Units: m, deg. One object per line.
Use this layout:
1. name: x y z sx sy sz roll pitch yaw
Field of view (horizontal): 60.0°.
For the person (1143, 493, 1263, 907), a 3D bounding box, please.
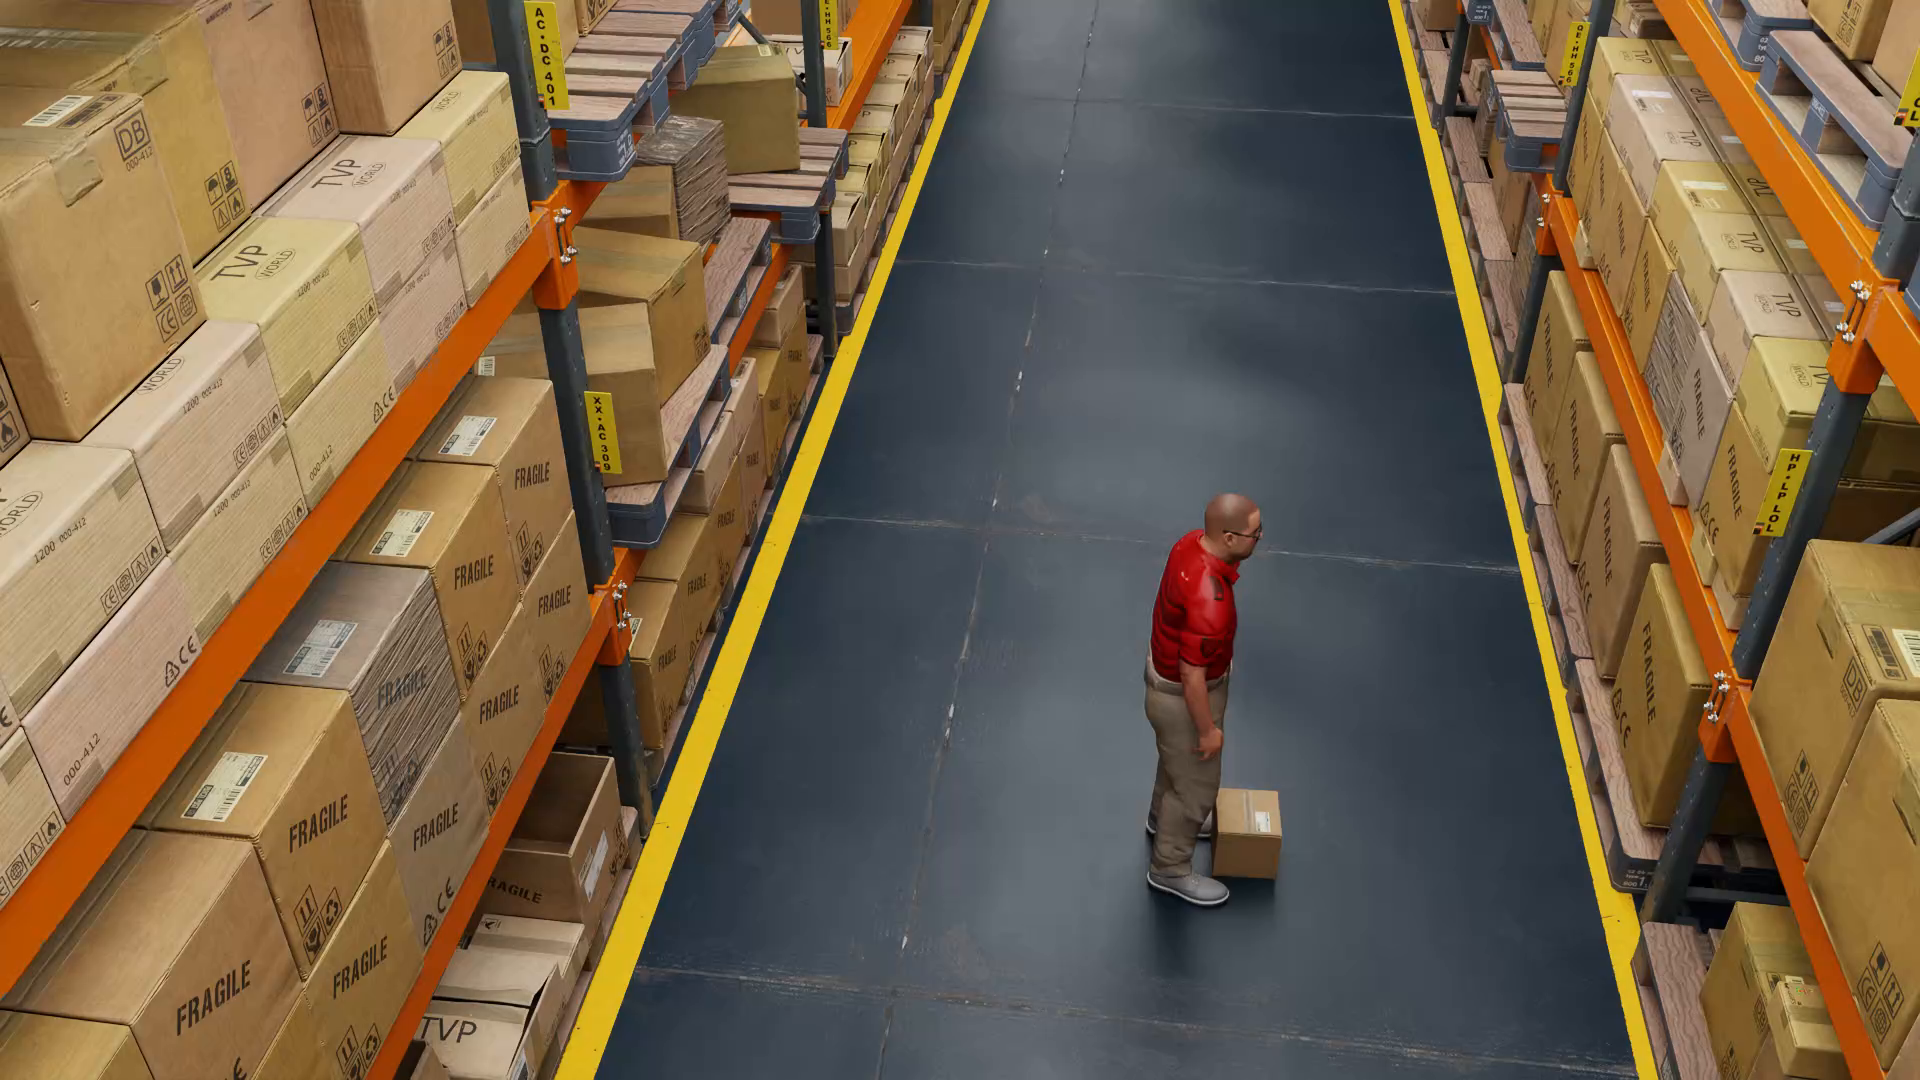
1. person: 0.892 0.565 6.272 0.392 1.726 0.606 2 36 3
